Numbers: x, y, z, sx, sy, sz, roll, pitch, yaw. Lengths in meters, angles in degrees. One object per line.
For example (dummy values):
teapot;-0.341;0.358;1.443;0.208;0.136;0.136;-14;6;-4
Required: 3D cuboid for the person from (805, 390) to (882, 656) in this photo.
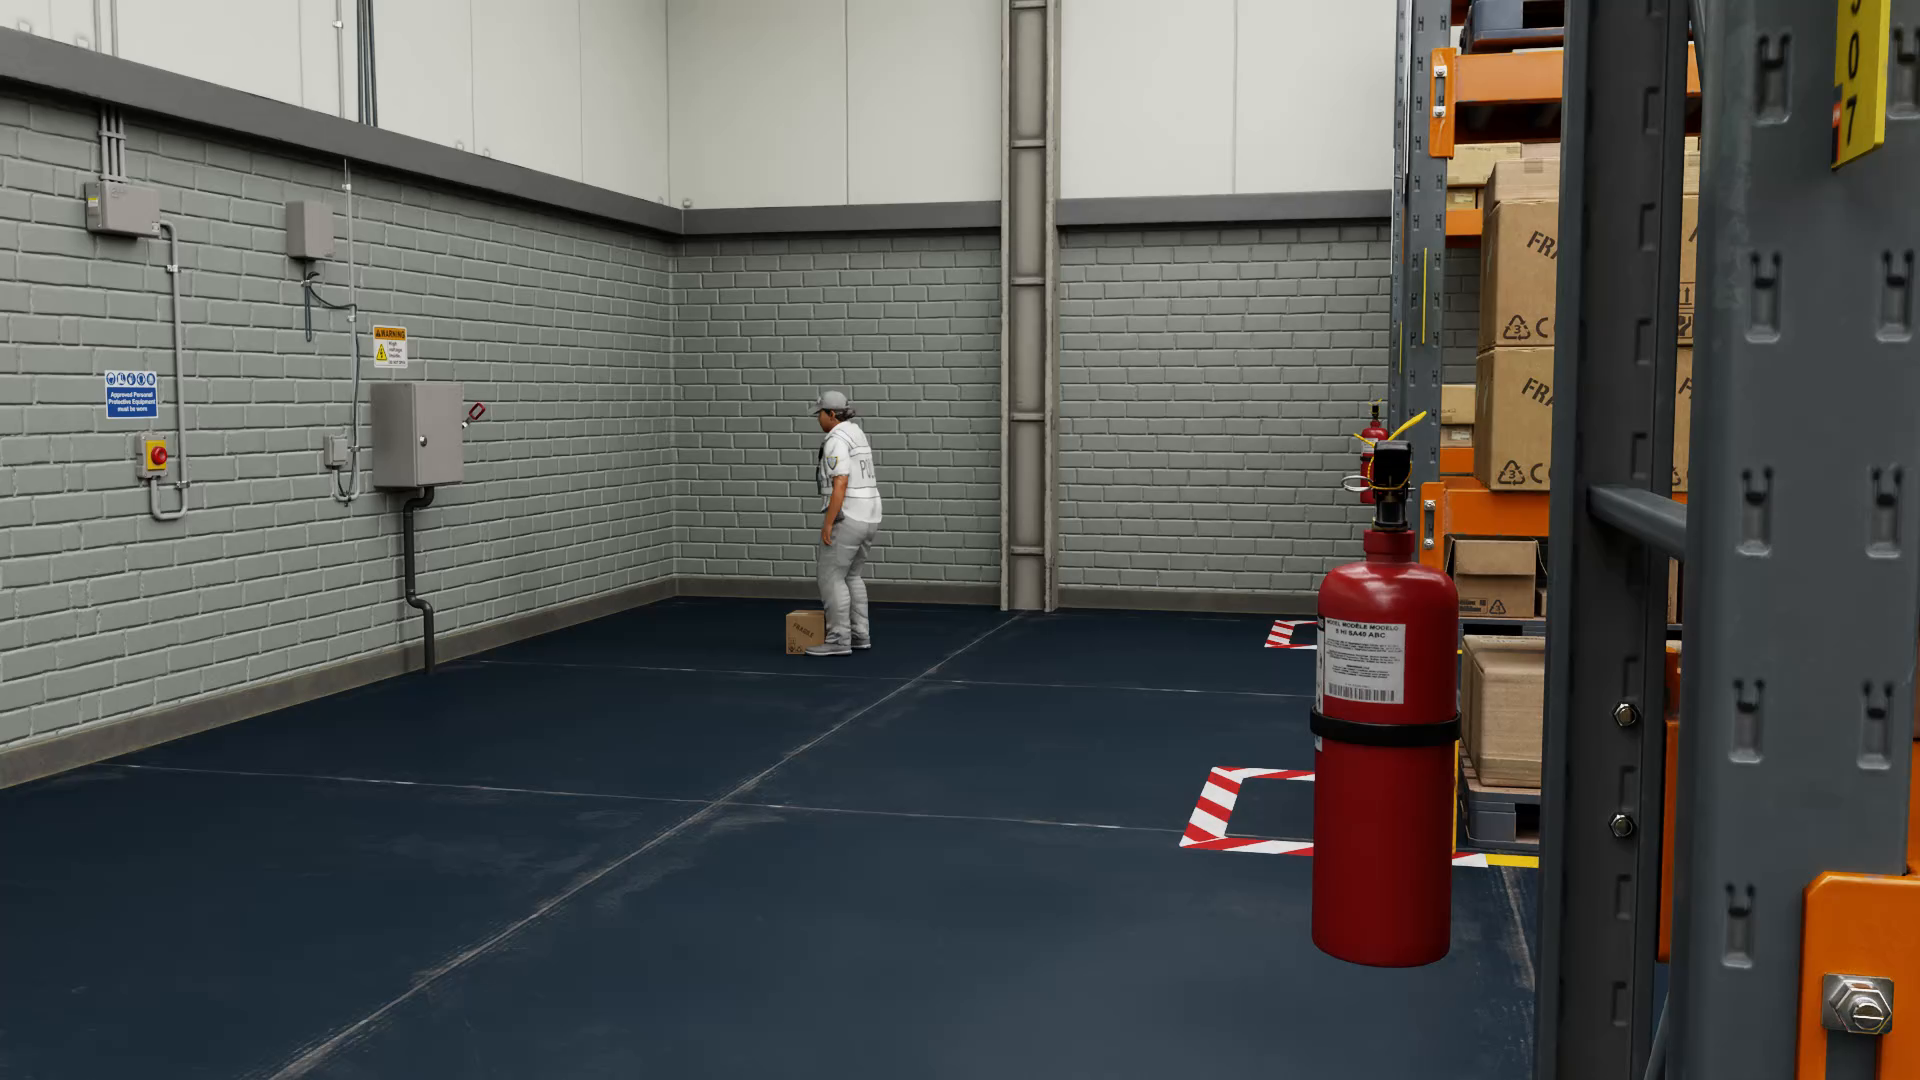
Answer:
person;-0.742;-0.111;10.522;0.465;1.666;0.538;1;5;14
